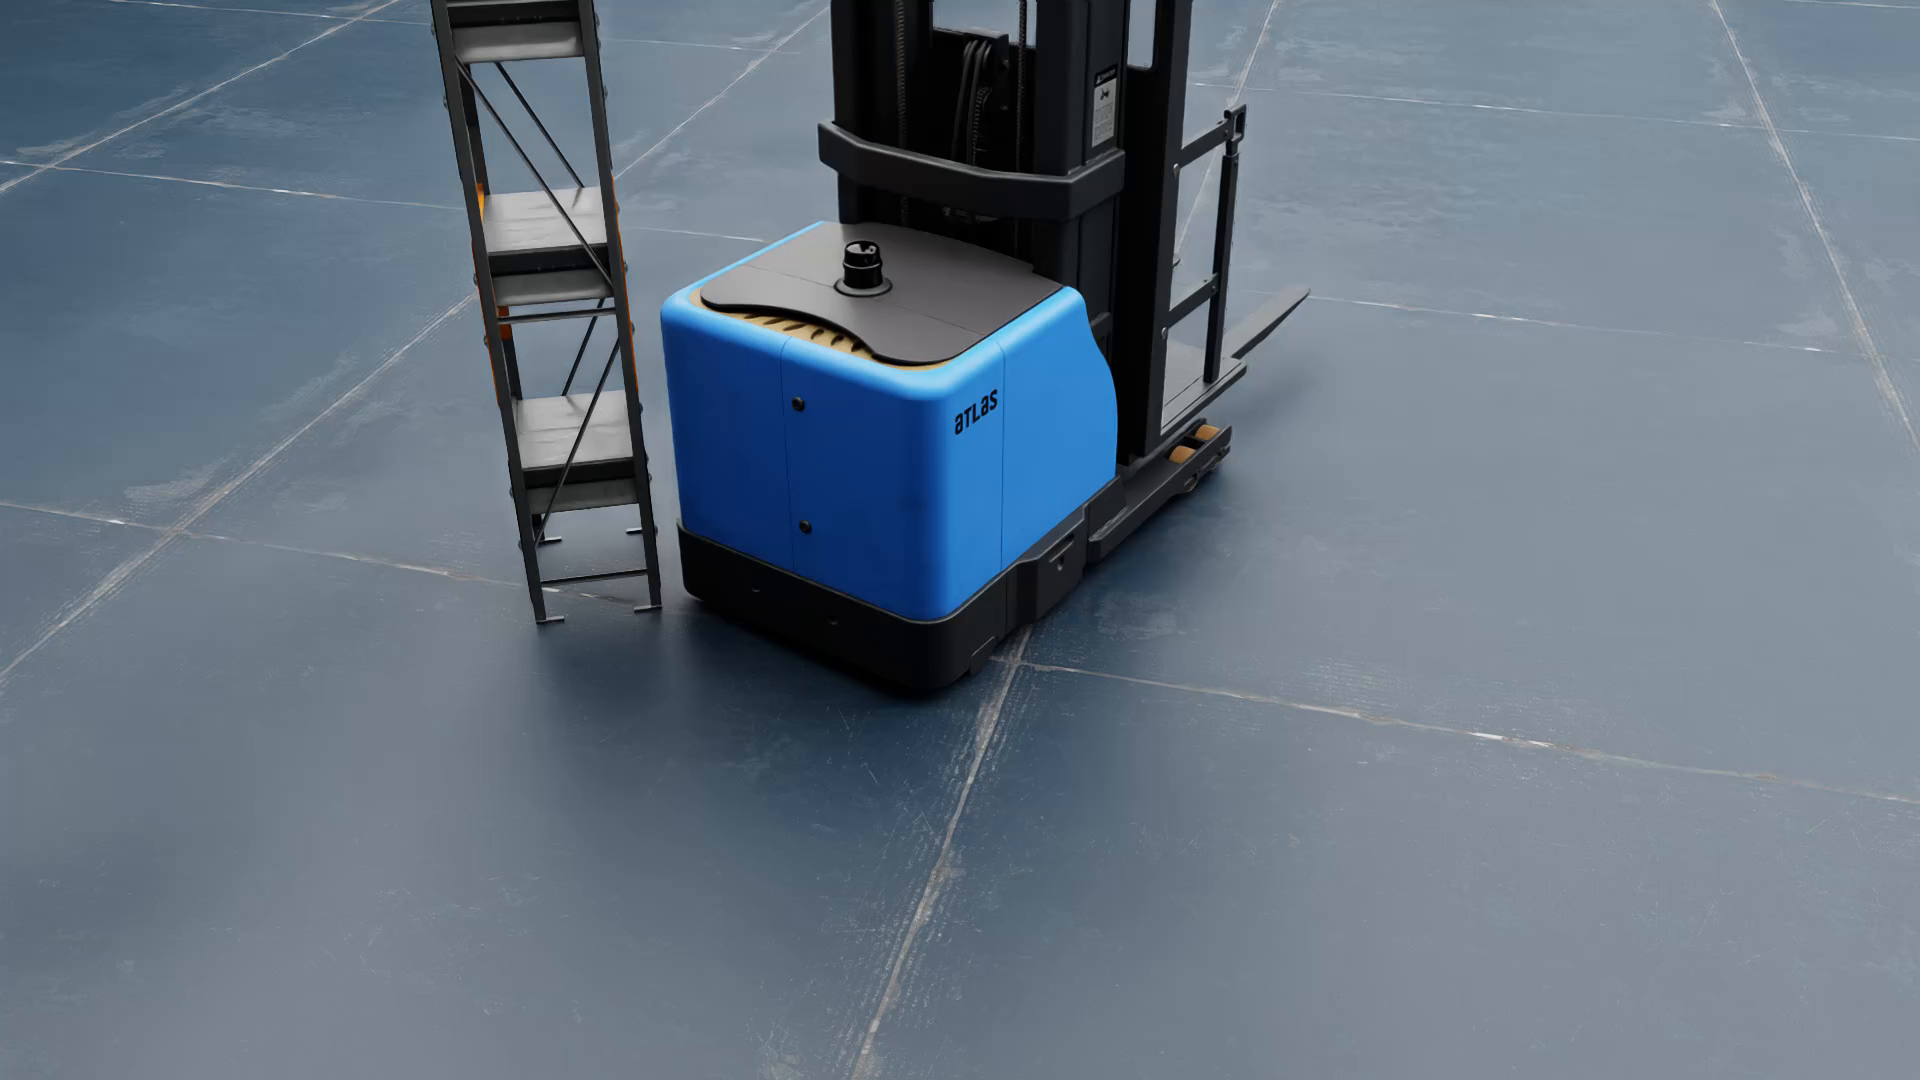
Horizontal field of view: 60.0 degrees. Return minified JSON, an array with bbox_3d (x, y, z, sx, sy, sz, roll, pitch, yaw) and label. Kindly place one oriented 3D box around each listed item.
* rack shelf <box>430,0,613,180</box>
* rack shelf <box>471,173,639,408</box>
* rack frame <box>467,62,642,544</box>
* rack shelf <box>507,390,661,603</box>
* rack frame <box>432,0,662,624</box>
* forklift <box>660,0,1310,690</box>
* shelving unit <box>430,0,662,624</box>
[{"bbox_3d":[-1.216,-1.350,4.637,0.431,0.518,0.480,-7,33,-11],"label":"rack shelf"},{"bbox_3d":[-1.216,-0.759,5.012,0.431,0.518,0.480,-7,33,-11],"label":"rack shelf"},{"bbox_3d":[-1.269,-0.898,5.206,0.400,2.100,0.015,-7,33,-11],"label":"rack frame"},{"bbox_3d":[-1.216,-0.168,5.388,0.431,0.518,0.480,-7,33,-11],"label":"rack shelf"},{"bbox_3d":[-1.163,-0.643,4.804,0.400,2.100,0.015,-7,33,-11],"label":"rack frame"},{"bbox_3d":[0.346,-1.540,5.441,1.130,2.935,3.031,20,38,28],"label":"forklift"},{"bbox_3d":[-1.216,-0.771,5.005,0.431,2.100,0.503,-7,33,-11],"label":"shelving unit"}]
